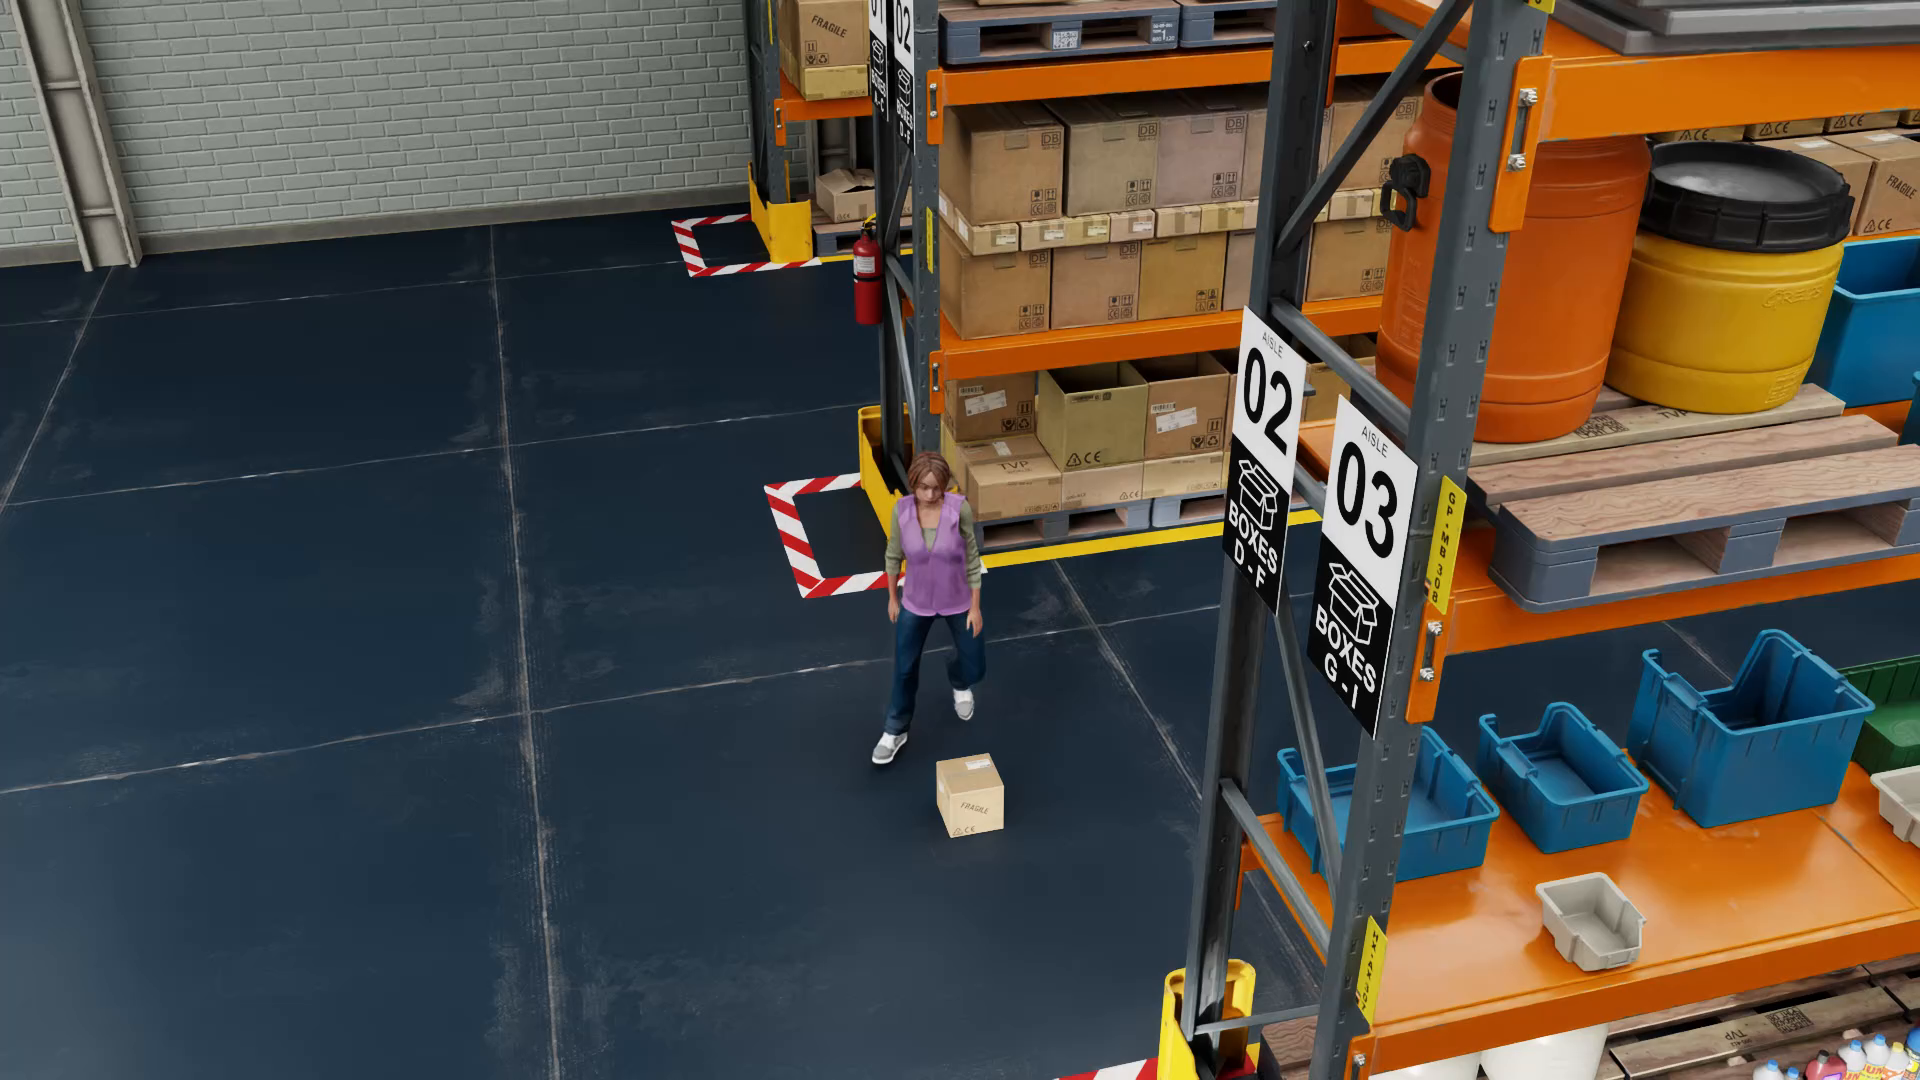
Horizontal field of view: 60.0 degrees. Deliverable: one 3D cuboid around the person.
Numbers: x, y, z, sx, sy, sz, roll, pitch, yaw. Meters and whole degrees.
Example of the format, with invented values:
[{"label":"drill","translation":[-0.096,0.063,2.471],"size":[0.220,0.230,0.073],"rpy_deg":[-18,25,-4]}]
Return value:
[{"label":"person","translation":[-0.134,0.278,7.732],"size":[0.539,1.594,0.510],"rpy_deg":[2,31,3]}]
